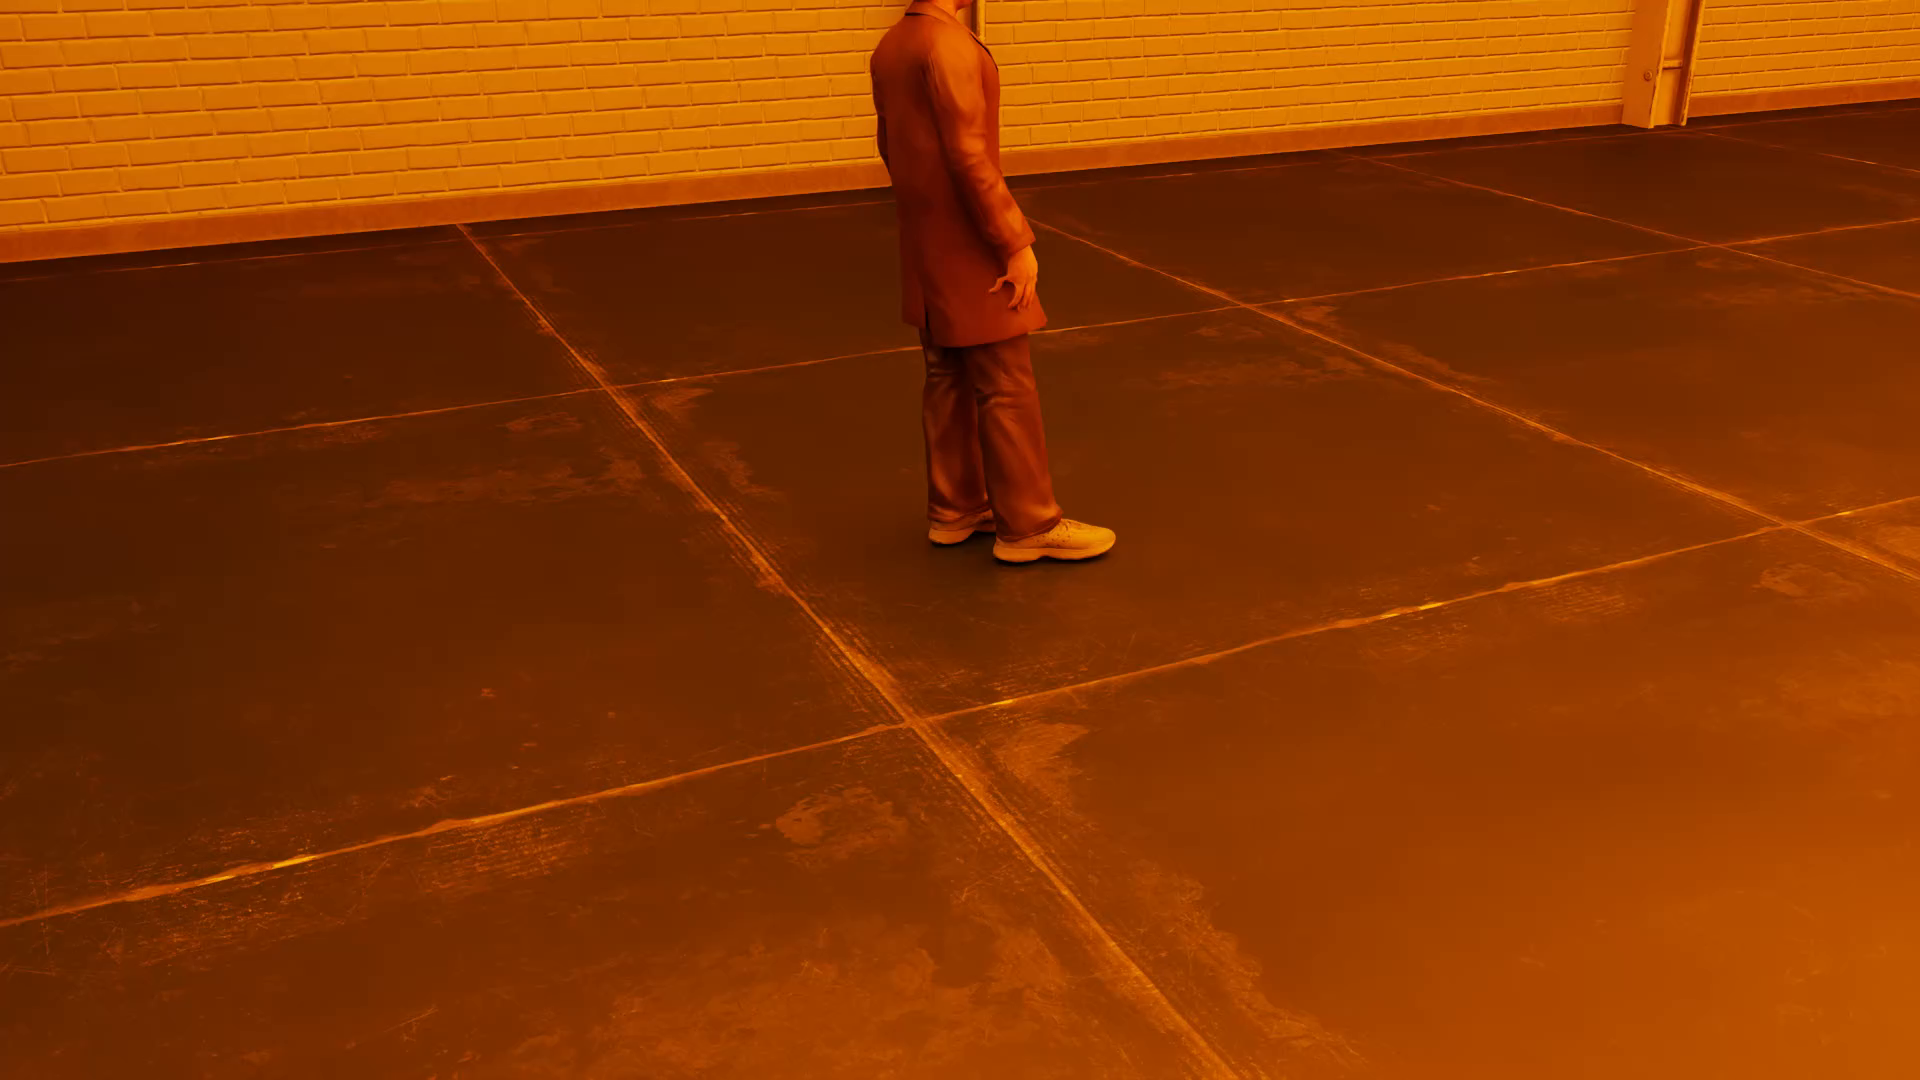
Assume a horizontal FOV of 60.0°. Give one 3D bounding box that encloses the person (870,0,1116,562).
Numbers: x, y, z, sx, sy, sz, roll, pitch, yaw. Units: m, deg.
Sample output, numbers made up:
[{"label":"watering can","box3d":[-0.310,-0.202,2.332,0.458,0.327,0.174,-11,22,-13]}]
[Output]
[{"label":"person","box3d":[0.085,-0.842,4.796,0.579,1.778,0.698,-10,25,-23]}]
